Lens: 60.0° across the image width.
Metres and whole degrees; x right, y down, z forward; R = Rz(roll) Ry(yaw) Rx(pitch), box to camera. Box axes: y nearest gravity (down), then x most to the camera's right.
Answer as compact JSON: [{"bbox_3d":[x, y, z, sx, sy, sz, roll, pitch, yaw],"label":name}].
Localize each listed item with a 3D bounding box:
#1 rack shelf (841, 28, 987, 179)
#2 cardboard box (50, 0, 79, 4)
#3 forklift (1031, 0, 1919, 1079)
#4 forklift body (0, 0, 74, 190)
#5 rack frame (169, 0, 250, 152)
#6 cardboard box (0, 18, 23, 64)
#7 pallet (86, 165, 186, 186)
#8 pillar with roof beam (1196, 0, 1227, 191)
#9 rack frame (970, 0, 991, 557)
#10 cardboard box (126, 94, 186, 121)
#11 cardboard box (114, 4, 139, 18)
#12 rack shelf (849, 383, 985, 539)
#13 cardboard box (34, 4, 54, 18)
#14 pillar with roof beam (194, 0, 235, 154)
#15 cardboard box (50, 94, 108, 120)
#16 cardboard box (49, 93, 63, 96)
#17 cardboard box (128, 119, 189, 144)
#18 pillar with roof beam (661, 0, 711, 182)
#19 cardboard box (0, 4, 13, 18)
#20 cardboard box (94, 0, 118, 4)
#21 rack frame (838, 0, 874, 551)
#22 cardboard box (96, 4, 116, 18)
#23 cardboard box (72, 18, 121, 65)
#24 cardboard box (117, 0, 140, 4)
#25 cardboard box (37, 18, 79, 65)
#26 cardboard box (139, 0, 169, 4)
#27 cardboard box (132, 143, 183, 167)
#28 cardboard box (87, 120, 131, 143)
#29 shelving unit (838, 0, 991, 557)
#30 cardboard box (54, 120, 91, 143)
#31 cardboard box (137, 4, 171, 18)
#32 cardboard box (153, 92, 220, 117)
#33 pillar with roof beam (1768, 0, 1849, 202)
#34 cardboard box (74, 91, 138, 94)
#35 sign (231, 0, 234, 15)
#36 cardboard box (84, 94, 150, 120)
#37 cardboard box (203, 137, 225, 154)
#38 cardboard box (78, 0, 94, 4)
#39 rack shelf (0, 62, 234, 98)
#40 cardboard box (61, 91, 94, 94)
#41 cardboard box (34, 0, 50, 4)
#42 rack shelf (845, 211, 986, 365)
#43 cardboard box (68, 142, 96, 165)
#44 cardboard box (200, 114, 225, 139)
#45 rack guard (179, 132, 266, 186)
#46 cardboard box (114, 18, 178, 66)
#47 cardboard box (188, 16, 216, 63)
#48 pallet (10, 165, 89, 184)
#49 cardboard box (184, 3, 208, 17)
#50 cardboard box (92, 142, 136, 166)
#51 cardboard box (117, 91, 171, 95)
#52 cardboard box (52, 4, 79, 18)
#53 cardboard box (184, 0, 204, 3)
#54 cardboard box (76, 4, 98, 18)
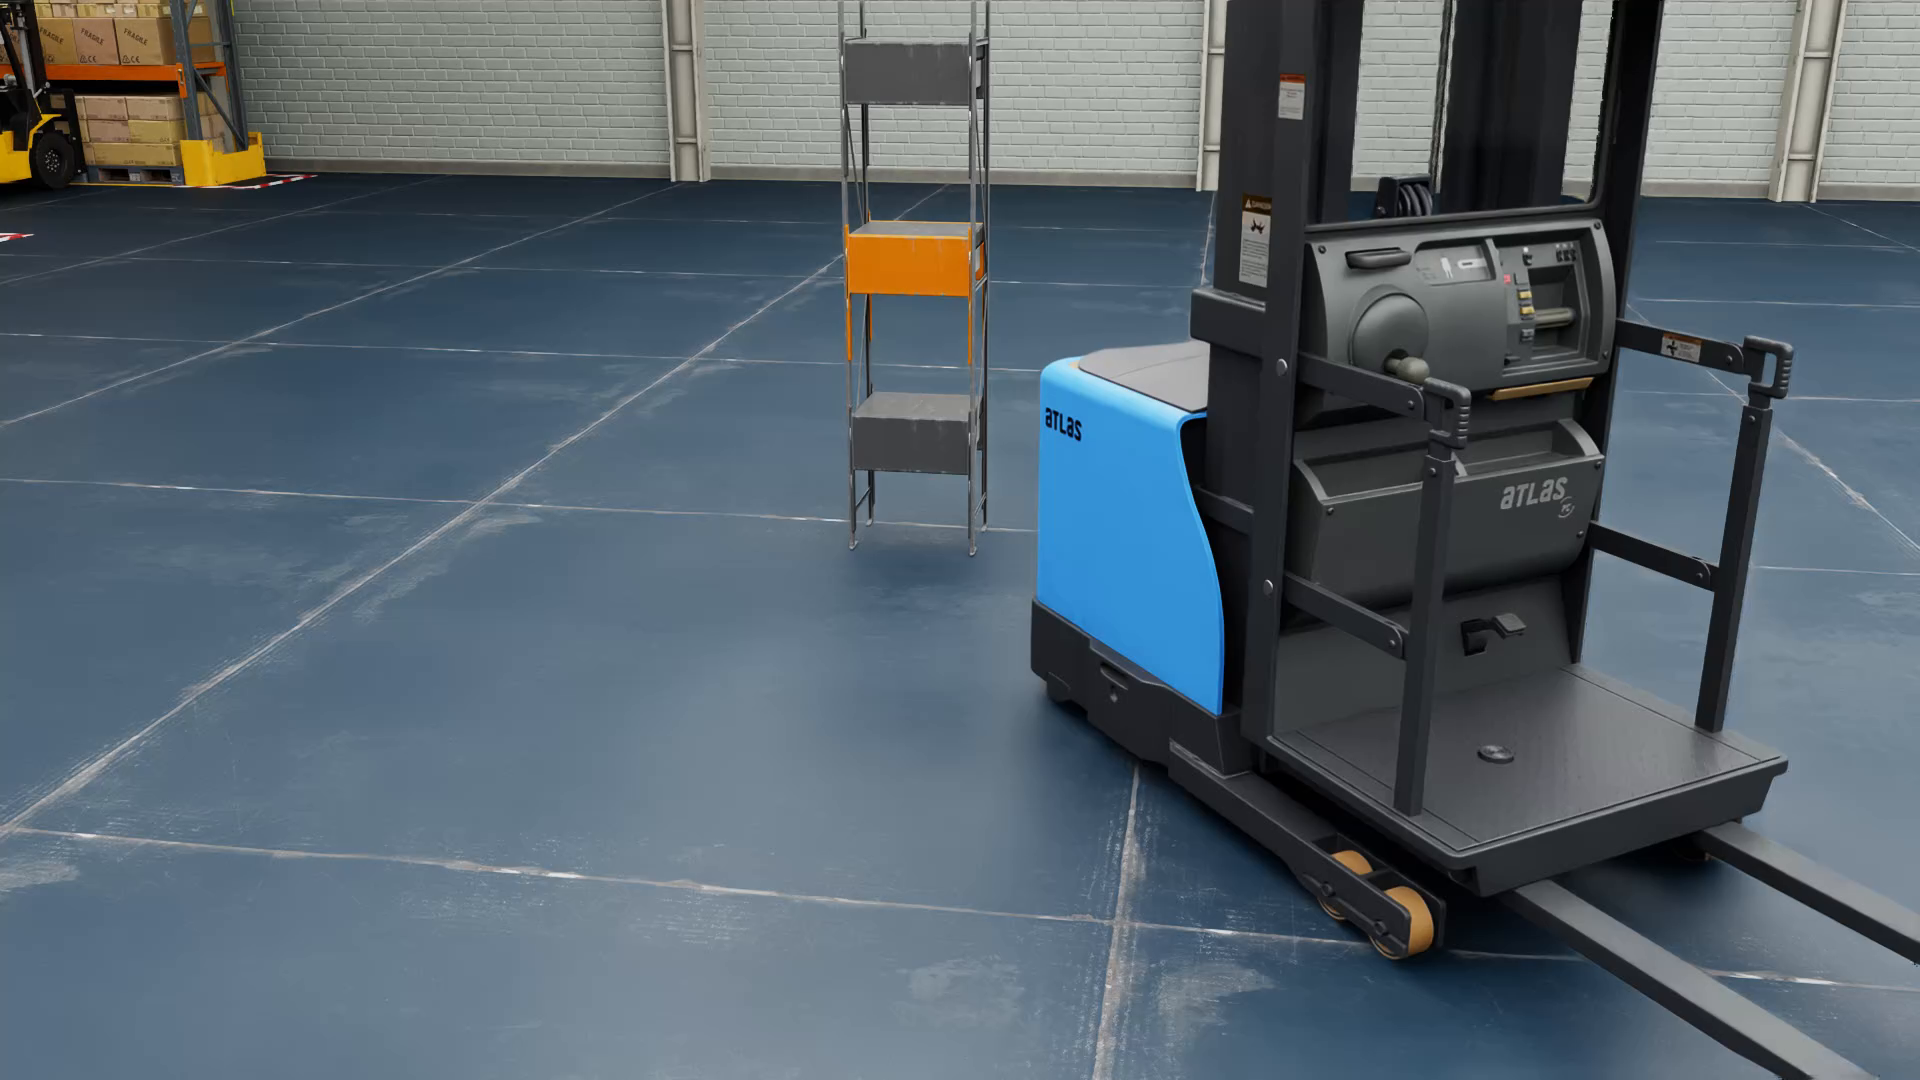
[{"bbox_3d":[-0.163,-1.655,6.277,0.480,0.518,0.431,3,19,9],"label":"rack shelf"},{"bbox_3d":[-9.902,-6.049,18.505,0.250,0.149,0.380,3,19,10],"label":"cardboard box"},{"bbox_3d":[1.344,-0.573,3.895,1.130,2.935,3.031,-9,21,-25],"label":"forklift"},{"bbox_3d":[-10.656,-4.701,17.462,1.214,2.155,2.313,3,19,9],"label":"forklift body"},{"bbox_3d":[-8.495,-5.579,18.750,0.127,3.000,1.000,3,19,9],"label":"rack frame"},{"bbox_3d":[-10.537,-5.646,18.791,0.500,0.500,0.500,3,19,9],"label":"cardboard box"},{"bbox_3d":[-9.256,-4.282,19.268,1.213,0.211,1.003,3,19,9],"label":"pallet"},{"bbox_3d":[2.126,-6.789,12.911,0.400,9.000,9.100,3,19,9],"label":"pillar with roof beam"},{"bbox_3d":[0.077,-0.992,6.458,0.015,2.100,0.400,3,19,9],"label":"rack frame"},{"bbox_3d":[-8.999,-4.874,18.738,0.500,0.250,0.500,4,19,10],"label":"cardboard box"},{"bbox_3d":[-9.138,-5.867,18.432,0.250,0.149,0.380,3,19,10],"label":"cardboard box"},{"bbox_3d":[-0.163,-0.327,6.721,0.480,0.518,0.431,3,19,9],"label":"rack shelf"},{"bbox_3d":[-10.152,-5.921,18.591,0.250,0.149,0.380,3,19,9],"label":"cardboard box"},{"bbox_3d":[-9.722,-7.393,14.716,0.400,9.000,9.100,3,19,9],"label":"pillar with roof beam"},{"bbox_3d":[-10.004,-4.920,18.876,0.500,0.250,0.500,3,19,9],"label":"cardboard box"},{"bbox_3d":[-10.503,-4.948,18.960,0.500,0.250,0.500,3,19,8],"label":"cardboard box"},{"bbox_3d":[-9.025,-4.638,18.821,0.500,0.250,0.500,3,19,8],"label":"cardboard box"},{"bbox_3d":[-3.798,-7.091,13.814,0.400,9.000,9.100,3,19,9],"label":"pillar with roof beam"},{"bbox_3d":[-10.647,-5.953,18.688,0.250,0.149,0.380,3,19,8],"label":"cardboard box"},{"bbox_3d":[-9.393,-6.035,18.463,0.250,0.149,0.380,3,19,10],"label":"cardboard box"},{"bbox_3d":[-0.404,-1.016,6.532,0.015,2.100,0.400,3,19,9],"label":"rack frame"},{"bbox_3d":[-9.385,-5.900,18.528,0.250,0.149,0.380,3,19,10],"label":"cardboard box"},{"bbox_3d":[-9.533,-5.598,18.649,0.500,0.500,0.500,4,19,10],"label":"cardboard box"},{"bbox_3d":[-9.130,-6.030,18.449,0.250,0.149,0.380,3,19,9],"label":"cardboard box"},{"bbox_3d":[-10.039,-5.624,18.726,0.500,0.500,0.500,3,19,8],"label":"cardboard box"},{"bbox_3d":[-8.882,-6.027,18.441,0.250,0.149,0.380,3,19,9],"label":"cardboard box"},{"bbox_3d":[-9.009,-4.399,18.895,0.500,0.250,0.500,3,19,9],"label":"cardboard box"},{"bbox_3d":[-9.518,-4.667,18.907,0.500,0.250,0.500,3,19,8],"label":"cardboard box"},{"bbox_3d":[-0.163,-1.004,6.495,0.503,2.100,0.431,3,19,9],"label":"shelving unit"},{"bbox_3d":[-10.031,-4.686,18.965,0.500,0.250,0.500,2,19,7],"label":"cardboard box"},{"bbox_3d":[-8.881,-5.864,18.421,0.250,0.149,0.380,3,19,9],"label":"cardboard box"},{"bbox_3d":[-8.939,-5.032,19.211,0.500,0.250,0.500,3,19,8],"label":"cardboard box"},{"bbox_3d":[8.050,-6.487,12.009,0.400,9.000,9.100,3,19,9],"label":"pillar with roof beam"},{"bbox_3d":[-9.925,-5.085,19.368,0.500,0.250,0.500,3,19,8],"label":"cardboard box"},{"bbox_3d":[-8.401,-6.201,19.119,0.005,0.325,0.100,3,19,9],"label":"sign"},{"bbox_3d":[-9.504,-4.898,18.810,0.500,0.250,0.500,3,19,10],"label":"cardboard box"},{"bbox_3d":[-8.949,-4.560,19.377,0.500,0.250,0.500,3,19,9],"label":"cardboard box"},{"bbox_3d":[-9.627,-6.070,18.570,0.250,0.149,0.380,3,19,9],"label":"cardboard box"},{"bbox_3d":[-10.469,-5.339,19.165,4.000,0.370,1.077,3,19,9],"label":"rack shelf"},{"bbox_3d":[-10.430,-5.113,19.451,0.500,0.250,0.500,3,19,8],"label":"cardboard box"},{"bbox_3d":[-10.158,-6.060,18.539,0.250,0.149,0.380,3,19,10],"label":"cardboard box"},{"bbox_3d":[-0.163,-0.991,6.499,0.480,0.518,0.431,3,19,9],"label":"rack shelf"},{"bbox_3d":[-9.991,-4.455,19.062,0.500,0.250,0.500,3,19,9],"label":"cardboard box"},{"bbox_3d":[-8.926,-4.800,19.306,0.500,0.250,0.500,3,19,10],"label":"cardboard box"},{"bbox_3d":[-8.471,-4.393,19.143,0.348,0.500,1.175,3,19,9],"label":"rack guard"},{"bbox_3d":[-9.022,-5.569,18.562,0.500,0.500,0.500,3,19,7],"label":"cardboard box"},{"bbox_3d":[-8.940,-5.739,19.069,0.500,0.500,0.500,4,19,10],"label":"cardboard box"},{"bbox_3d":[-10.457,-4.344,19.454,1.213,0.211,1.003,3,19,9],"label":"pallet"},{"bbox_3d":[-8.788,-6.033,18.925,0.250,0.149,0.380,2,19,7],"label":"cardboard box"},{"bbox_3d":[-9.498,-4.427,18.978,0.500,0.250,0.500,3,19,9],"label":"cardboard box"},{"bbox_3d":[-9.433,-5.056,19.282,0.500,0.250,0.500,3,19,9],"label":"cardboard box"},{"bbox_3d":[-9.899,-5.914,18.572,0.250,0.149,0.380,2,19,7],"label":"cardboard box"},{"bbox_3d":[-8.792,-6.159,18.835,0.250,0.149,0.380,3,19,8],"label":"cardboard box"},{"bbox_3d":[-9.628,-5.916,18.576,0.250,0.149,0.380,3,19,8],"label":"cardboard box"}]
